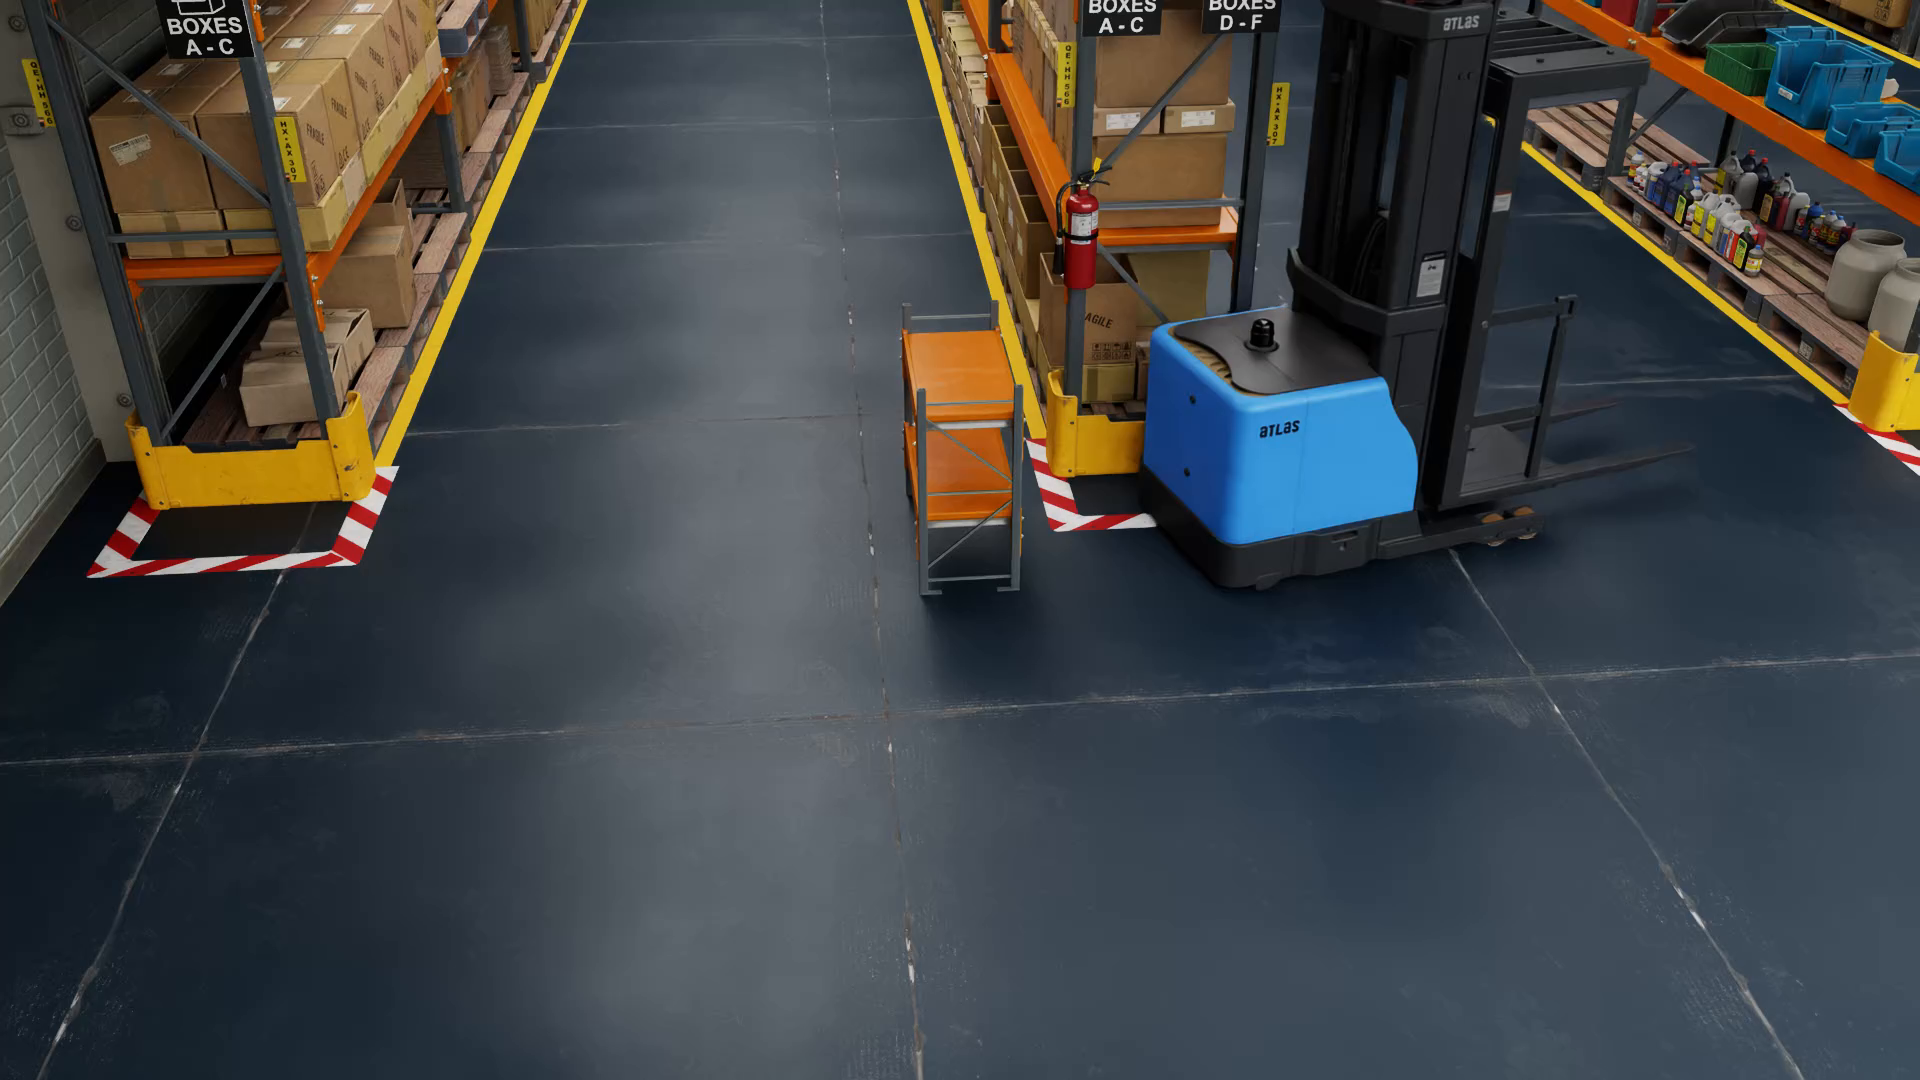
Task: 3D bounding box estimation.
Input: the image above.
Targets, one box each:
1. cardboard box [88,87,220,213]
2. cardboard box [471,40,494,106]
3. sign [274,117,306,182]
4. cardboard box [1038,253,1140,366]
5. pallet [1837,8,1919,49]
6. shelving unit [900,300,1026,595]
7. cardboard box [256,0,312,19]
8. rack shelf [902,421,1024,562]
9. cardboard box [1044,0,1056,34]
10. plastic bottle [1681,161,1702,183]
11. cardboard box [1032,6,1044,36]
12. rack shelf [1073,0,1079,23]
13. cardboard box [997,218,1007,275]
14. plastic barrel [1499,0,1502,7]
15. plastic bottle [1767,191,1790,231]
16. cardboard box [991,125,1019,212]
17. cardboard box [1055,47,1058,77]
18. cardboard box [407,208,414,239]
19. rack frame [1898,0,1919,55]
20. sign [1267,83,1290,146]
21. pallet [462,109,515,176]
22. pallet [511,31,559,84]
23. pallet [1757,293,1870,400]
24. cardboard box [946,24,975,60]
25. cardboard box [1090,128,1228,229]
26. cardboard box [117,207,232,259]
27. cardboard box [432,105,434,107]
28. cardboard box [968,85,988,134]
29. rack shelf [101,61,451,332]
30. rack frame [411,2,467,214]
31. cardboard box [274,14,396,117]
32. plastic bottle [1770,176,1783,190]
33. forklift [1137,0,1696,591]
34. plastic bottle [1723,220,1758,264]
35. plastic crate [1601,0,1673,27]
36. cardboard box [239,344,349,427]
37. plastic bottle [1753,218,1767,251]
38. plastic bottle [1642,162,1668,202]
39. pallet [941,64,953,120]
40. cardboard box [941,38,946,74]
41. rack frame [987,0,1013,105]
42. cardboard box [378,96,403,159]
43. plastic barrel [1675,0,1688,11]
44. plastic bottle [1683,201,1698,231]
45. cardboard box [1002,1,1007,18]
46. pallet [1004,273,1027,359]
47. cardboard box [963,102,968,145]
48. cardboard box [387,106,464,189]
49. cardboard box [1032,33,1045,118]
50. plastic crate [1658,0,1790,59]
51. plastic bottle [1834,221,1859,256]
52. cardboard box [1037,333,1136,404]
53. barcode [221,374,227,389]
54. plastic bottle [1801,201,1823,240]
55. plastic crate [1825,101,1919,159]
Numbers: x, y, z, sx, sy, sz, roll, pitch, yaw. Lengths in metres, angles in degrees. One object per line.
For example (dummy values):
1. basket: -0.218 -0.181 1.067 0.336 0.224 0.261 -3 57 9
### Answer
1. cardboard box: -4.103 -2.023 8.607 0.500 0.500 0.500 -3 31 -5
2. cardboard box: -4.544 -4.093 14.685 0.700 0.500 0.500 -3 31 -5
3. sign: -3.307 -1.924 8.202 0.100 0.325 0.005 -3 31 -5
4. cardboard box: 0.738 -1.347 9.620 0.500 0.500 0.500 -3 31 -5
5. pallet: 10.201 -5.532 17.805 1.003 0.211 1.213 -3 31 -5
6. shelving unit: -0.001 -0.486 8.467 0.538 1.125 1.048 -3 31 -5
7. cardboard box: -4.300 -3.066 10.353 0.500 0.500 0.500 -2 31 -3
8. rack shelf: -0.001 -0.276 8.593 0.538 0.278 1.000 -3 31 -5
9. cardboard box: 0.899 -3.413 10.176 0.700 0.500 0.500 -3 31 -5
10. plastic bottle: 5.448 -2.670 12.449 0.144 0.351 0.185 -3 31 -5
11. cardboard box: 0.667 -3.325 10.661 0.380 0.149 0.250 -4 31 -6
12. rack shelf: 0.897 -3.766 9.905 1.077 0.370 4.000 -3 31 -5
13. cardboard box: 0.535 -2.045 11.521 0.500 0.250 0.500 -3 31 -5
14. plastic barrel: 5.206 -5.583 16.878 0.600 0.830 0.708 -3 31 -5
15. plastic bottle: 5.943 -2.399 12.062 0.061 0.283 0.133 -3 31 -5
16. cardboard box: 0.496 -2.623 11.757 0.500 0.500 0.500 -3 31 -5
17. cardboard box: 0.762 -2.800 9.782 0.380 0.149 0.250 -2 31 -3
18. cardboard box: -4.142 -2.269 11.958 0.380 0.166 0.250 -7 32 -11
19. rack frame: 10.200 -6.323 16.410 1.000 3.000 0.127 -3 31 -5
20. sign: 1.637 -2.195 8.578 0.100 0.325 0.005 -3 31 -5
21. pallet: -4.413 -3.393 14.225 1.003 0.211 1.213 -3 31 -5
22. pallet: -4.594 -4.820 16.613 1.003 0.211 1.213 -3 31 -5
23. pallet: 5.891 -1.255 10.646 1.003 0.211 1.213 -3 31 -5
24. cardboard box: 0.151 -4.541 15.153 0.500 0.311 0.500 -3 31 -6
25. cardboard box: 1.053 -2.047 9.155 0.700 0.500 0.500 -3 31 -5
26. cardboard box: -4.084 -1.700 8.797 0.500 0.250 0.500 -2 31 -4
27. cardboard box: -4.351 -3.606 13.139 0.500 0.250 0.500 -3 31 -6
28. cardboard box: 0.332 -3.507 13.421 0.500 0.311 0.500 -2 31 -3
29. rack shelf: -4.035 -2.239 10.274 1.077 0.370 4.000 -3 31 -5
30. rack frame: -4.221 -3.568 11.799 1.000 3.000 0.127 -3 31 -5
31. cardboard box: -3.731 -2.830 9.959 0.500 0.500 0.500 -2 31 -3
32. plastic bottle: 6.064 -2.572 12.350 0.061 0.283 0.133 -1 31 -1
33. forklift: 2.530 -1.468 8.349 3.031 2.935 1.130 -11 33 -18
34. plastic bottle: 5.412 -2.067 11.513 0.152 0.276 0.135 -3 31 -4
35. plastic crate: 5.292 -4.303 12.967 0.402 0.464 0.583 -3 31 -5
36. cardboard box: -3.823 -0.918 9.555 0.500 0.311 0.500 -6 31 -10
37. plastic bottle: 5.518 -2.076 11.520 0.061 0.283 0.133 -3 31 -5
38. plastic bottle: 5.293 -2.715 12.598 0.152 0.276 0.135 -2 31 -3
39. pallet: 0.375 -4.231 15.627 1.003 0.211 1.213 -3 31 -5
40. cardboard box: 0.093 -4.568 15.745 0.500 0.250 0.500 -3 31 -5
41. rack frame: 0.710 -3.808 12.200 1.000 3.000 0.127 -3 31 -5
42. cardboard box: -3.727 -2.518 10.167 0.500 0.250 0.500 -2 31 -4
43. plastic barrel: 5.908 -4.470 12.820 0.600 0.901 0.708 -3 31 -5
44. plastic bottle: 5.325 -2.357 12.070 0.097 0.201 0.097 0 31 0
45. cardboard box: 0.445 -4.190 12.971 0.396 0.266 0.258 -3 31 -6
46. pallet: 0.860 -1.578 11.186 1.003 0.211 1.213 -3 31 -5
47. cardboard box: 0.289 -3.525 13.998 0.500 0.250 0.500 -2 31 -3
48. cardboard box: -4.307 -3.059 12.955 0.700 0.500 0.500 -2 31 -3
49. cardboard box: 0.857 -3.099 10.916 0.700 0.500 0.500 -2 31 -4
50. plastic crate: 5.565 -3.743 12.152 0.767 0.338 0.504 -3 31 -5
51. plastic bottle: 6.154 -2.081 11.528 0.061 0.283 0.133 -2 31 -4
52. cardboard box: 0.740 -1.025 9.813 0.500 0.250 0.500 -3 31 -5
53. barcode: -4.223 -0.912 9.536 0.001 0.075 0.075 -3 31 -5
54. plastic bottle: 6.097 -2.289 11.888 0.097 0.271 0.097 0 31 0
55. plastic crate: 5.616 -2.510 10.172 0.499 0.251 0.408 -3 31 -5
